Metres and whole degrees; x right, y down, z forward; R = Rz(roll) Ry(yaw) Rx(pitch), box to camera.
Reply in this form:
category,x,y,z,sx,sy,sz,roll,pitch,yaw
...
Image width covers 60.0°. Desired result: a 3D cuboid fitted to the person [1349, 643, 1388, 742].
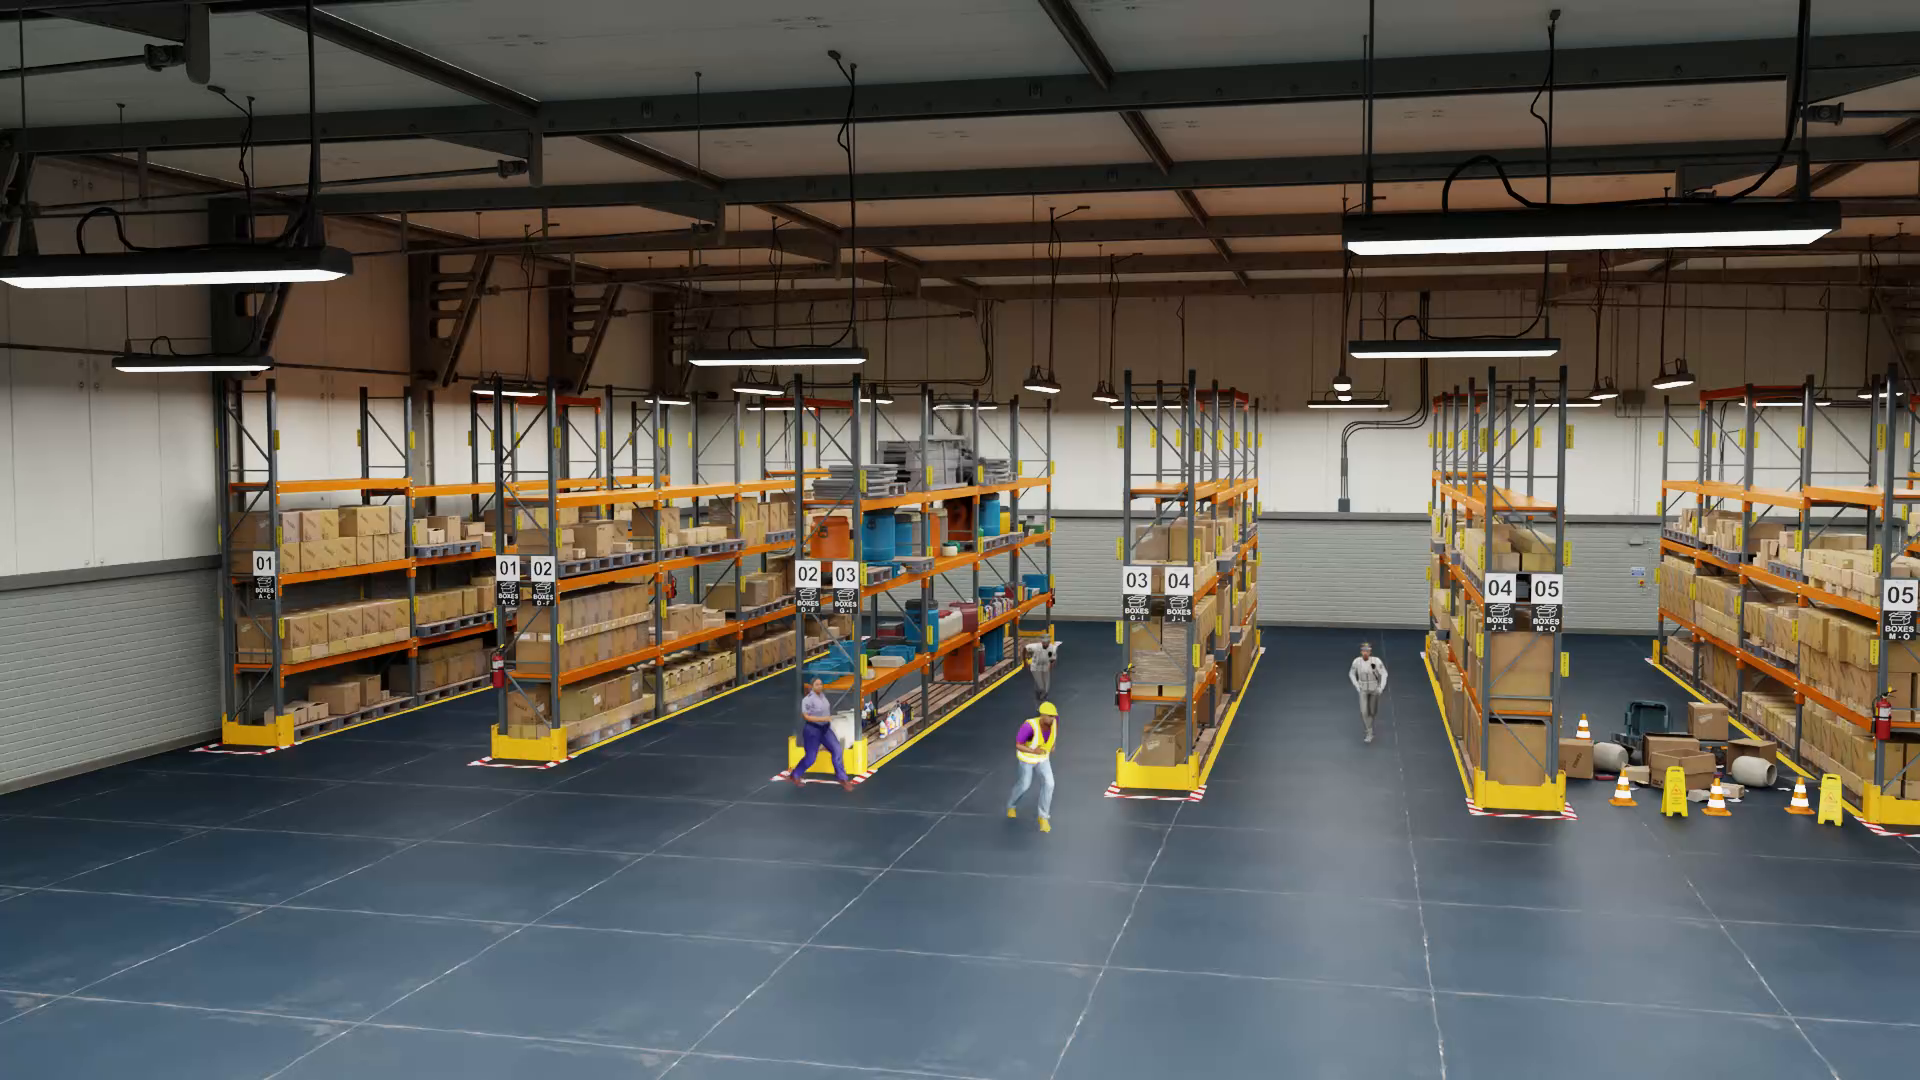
category,x,y,z,sx,sy,sz,roll,pitch,yaw
person,6.852,2.533,27.932,0.634,1.666,0.761,1,4,15

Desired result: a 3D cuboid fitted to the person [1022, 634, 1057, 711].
category,x,y,z,sx,sy,sz,roll,pitch,yaw
person,1.457,2.434,30.402,0.603,1.492,0.856,-1,3,-11

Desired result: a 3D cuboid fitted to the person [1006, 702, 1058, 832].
category,x,y,z,sx,sy,sz,roll,pitch,yaw
person,0.942,2.905,21.531,0.747,1.715,1.037,-2,4,-33

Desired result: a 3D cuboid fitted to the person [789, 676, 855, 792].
category,x,y,z,sx,sy,sz,roll,pitch,yaw
person,-2.031,2.763,23.710,0.924,1.659,0.621,2,4,33
